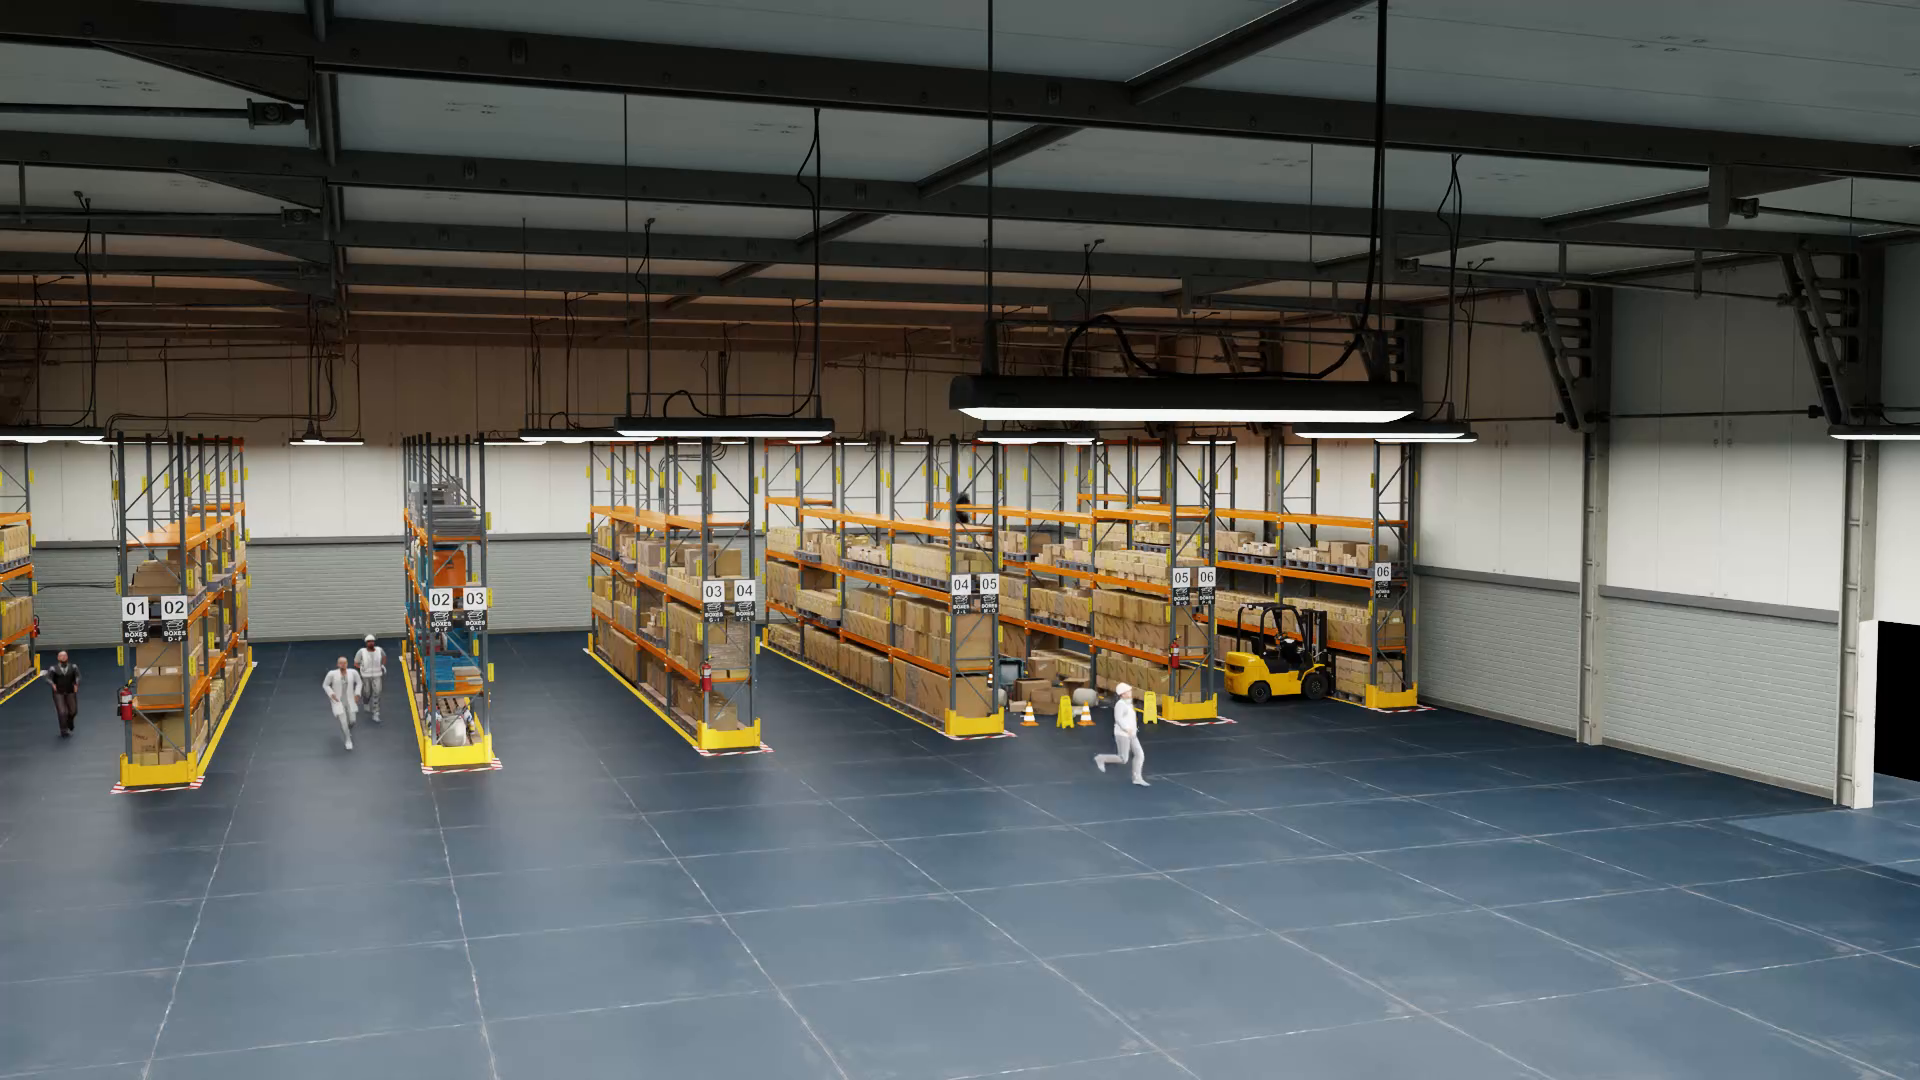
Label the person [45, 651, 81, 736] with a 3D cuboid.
[{"bbox_3d":[-17.801,3.050,33.052,0.652,1.672,0.604,-2,4,-35],"label":"person"}]

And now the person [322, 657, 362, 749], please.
[{"bbox_3d":[-11.803,3.099,31.809,0.729,1.737,0.627,-2,4,-29],"label":"person"}]

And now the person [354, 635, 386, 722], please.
[{"bbox_3d":[-12.409,2.888,35.048,0.683,1.788,0.968,-2,4,-28],"label":"person"}]

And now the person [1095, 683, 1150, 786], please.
[{"bbox_3d":[2.774,3.309,28.307,0.926,1.749,0.649,1,3,22],"label":"person"}]

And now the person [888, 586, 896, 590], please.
[{"bbox_3d":[-1.861,2.049,45.748,0.686,1.731,0.537,-1,3,-23],"label":"person"}]
